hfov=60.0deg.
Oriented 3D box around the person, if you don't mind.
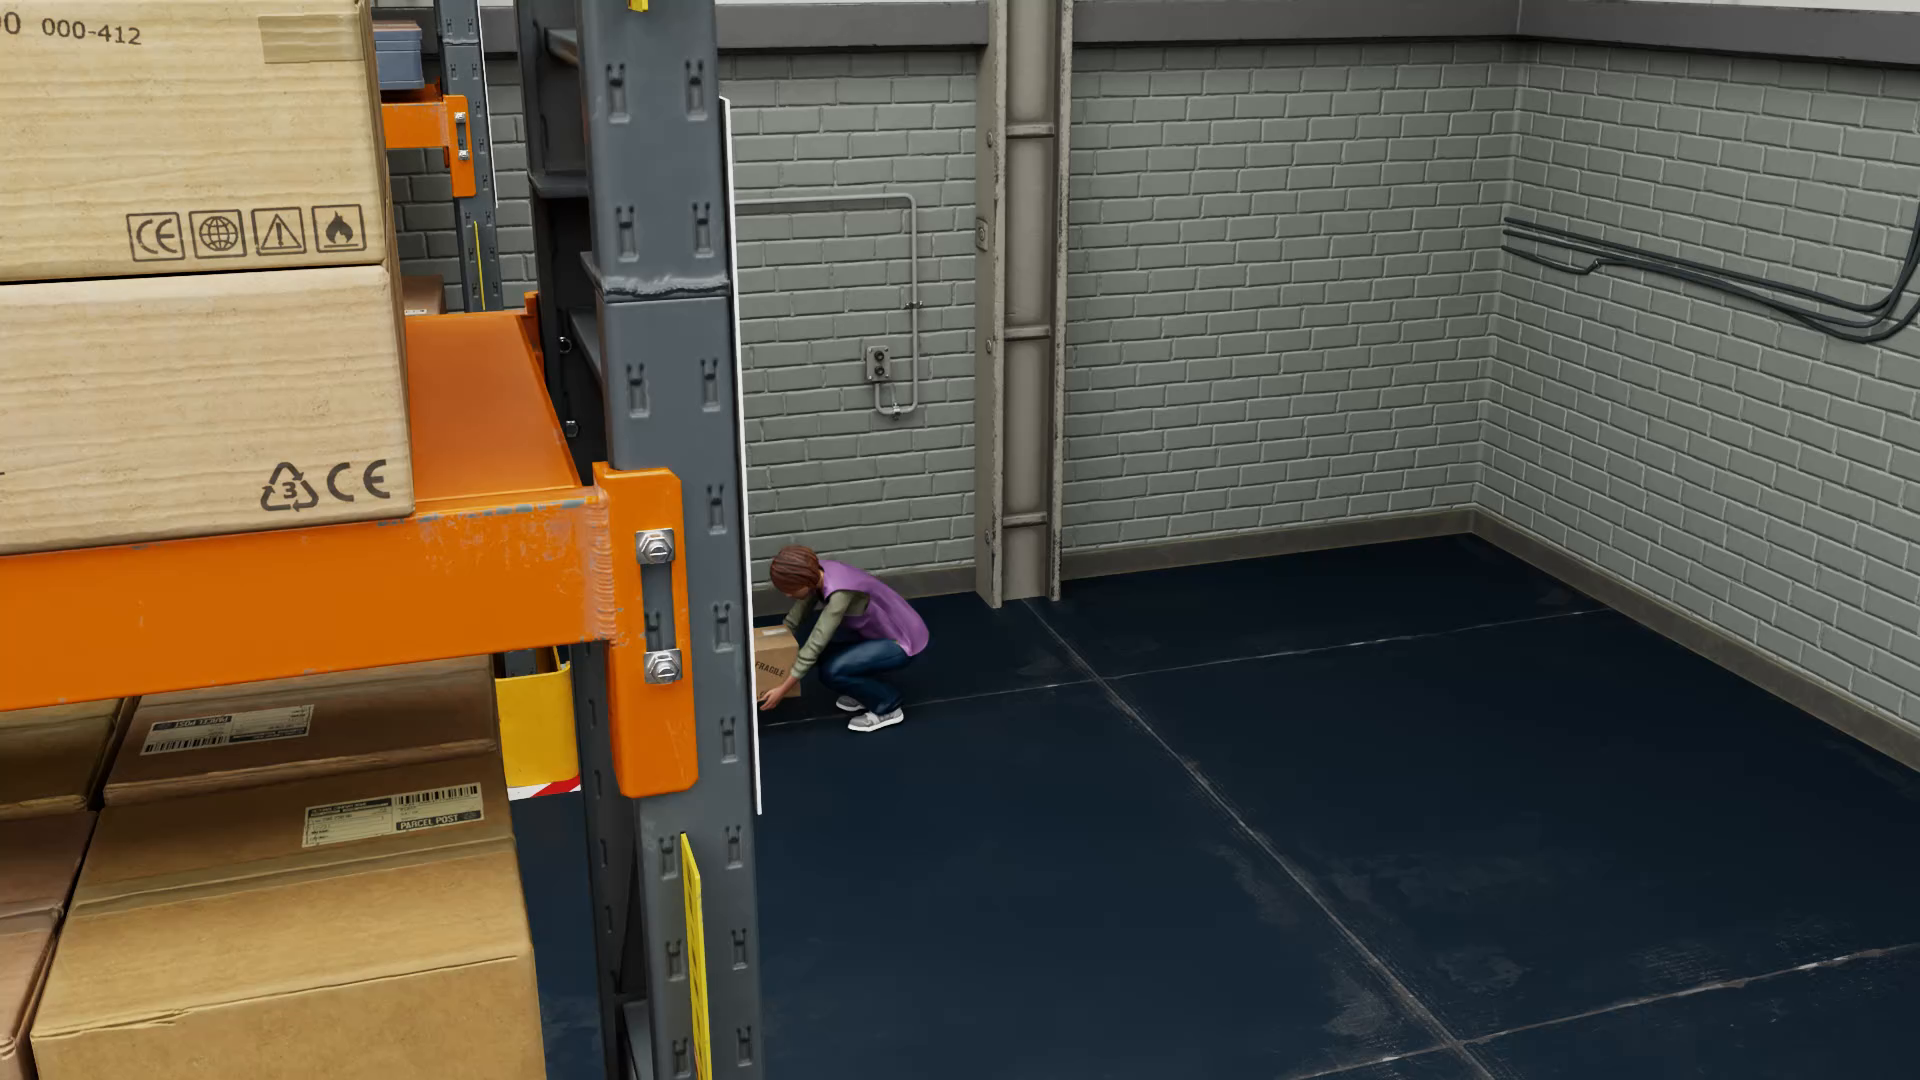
[{"bbox_3d":[-0.536,0.460,7.506,0.814,0.789,0.450,-6,20,-17],"label":"person"}]
